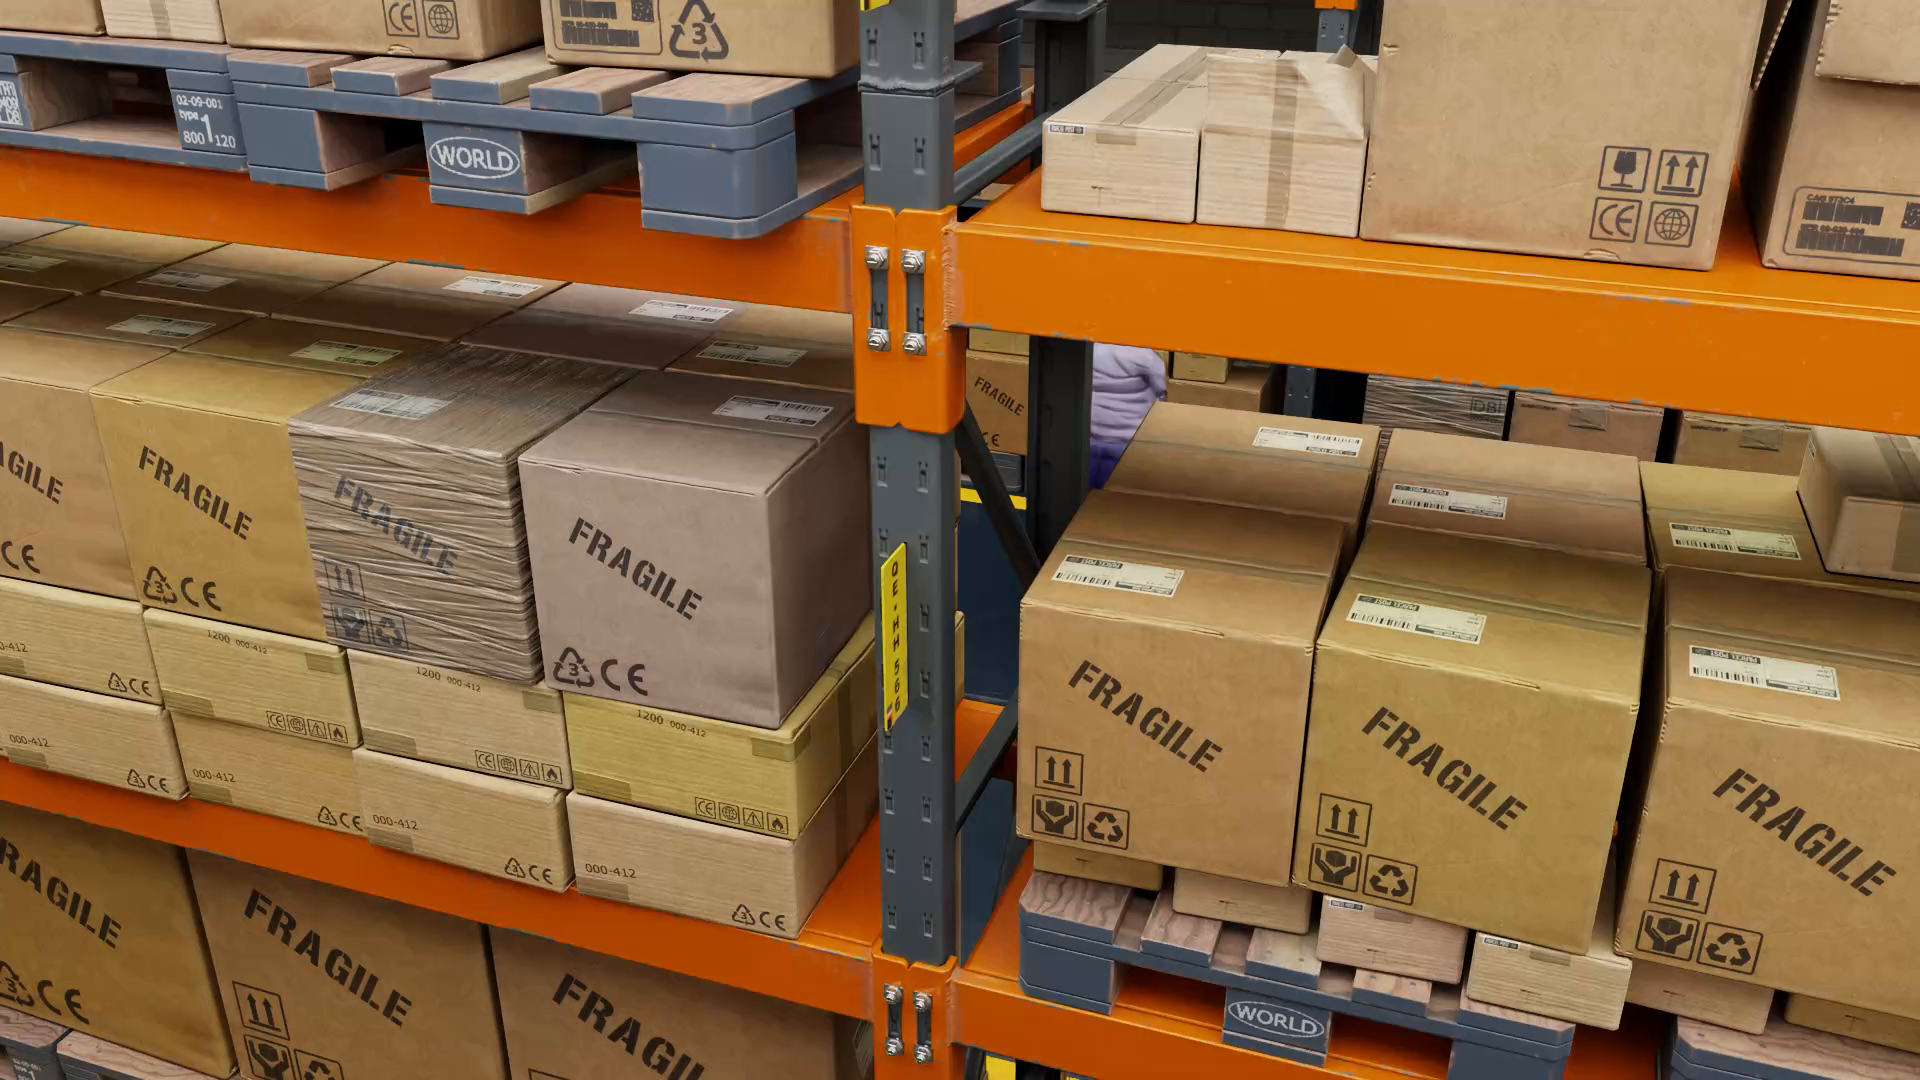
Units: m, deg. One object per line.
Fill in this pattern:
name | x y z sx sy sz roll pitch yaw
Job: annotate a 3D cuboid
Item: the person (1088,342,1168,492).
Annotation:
person | 0.610 -0.250 6.731 0.438 1.582 0.577 8 27 17
